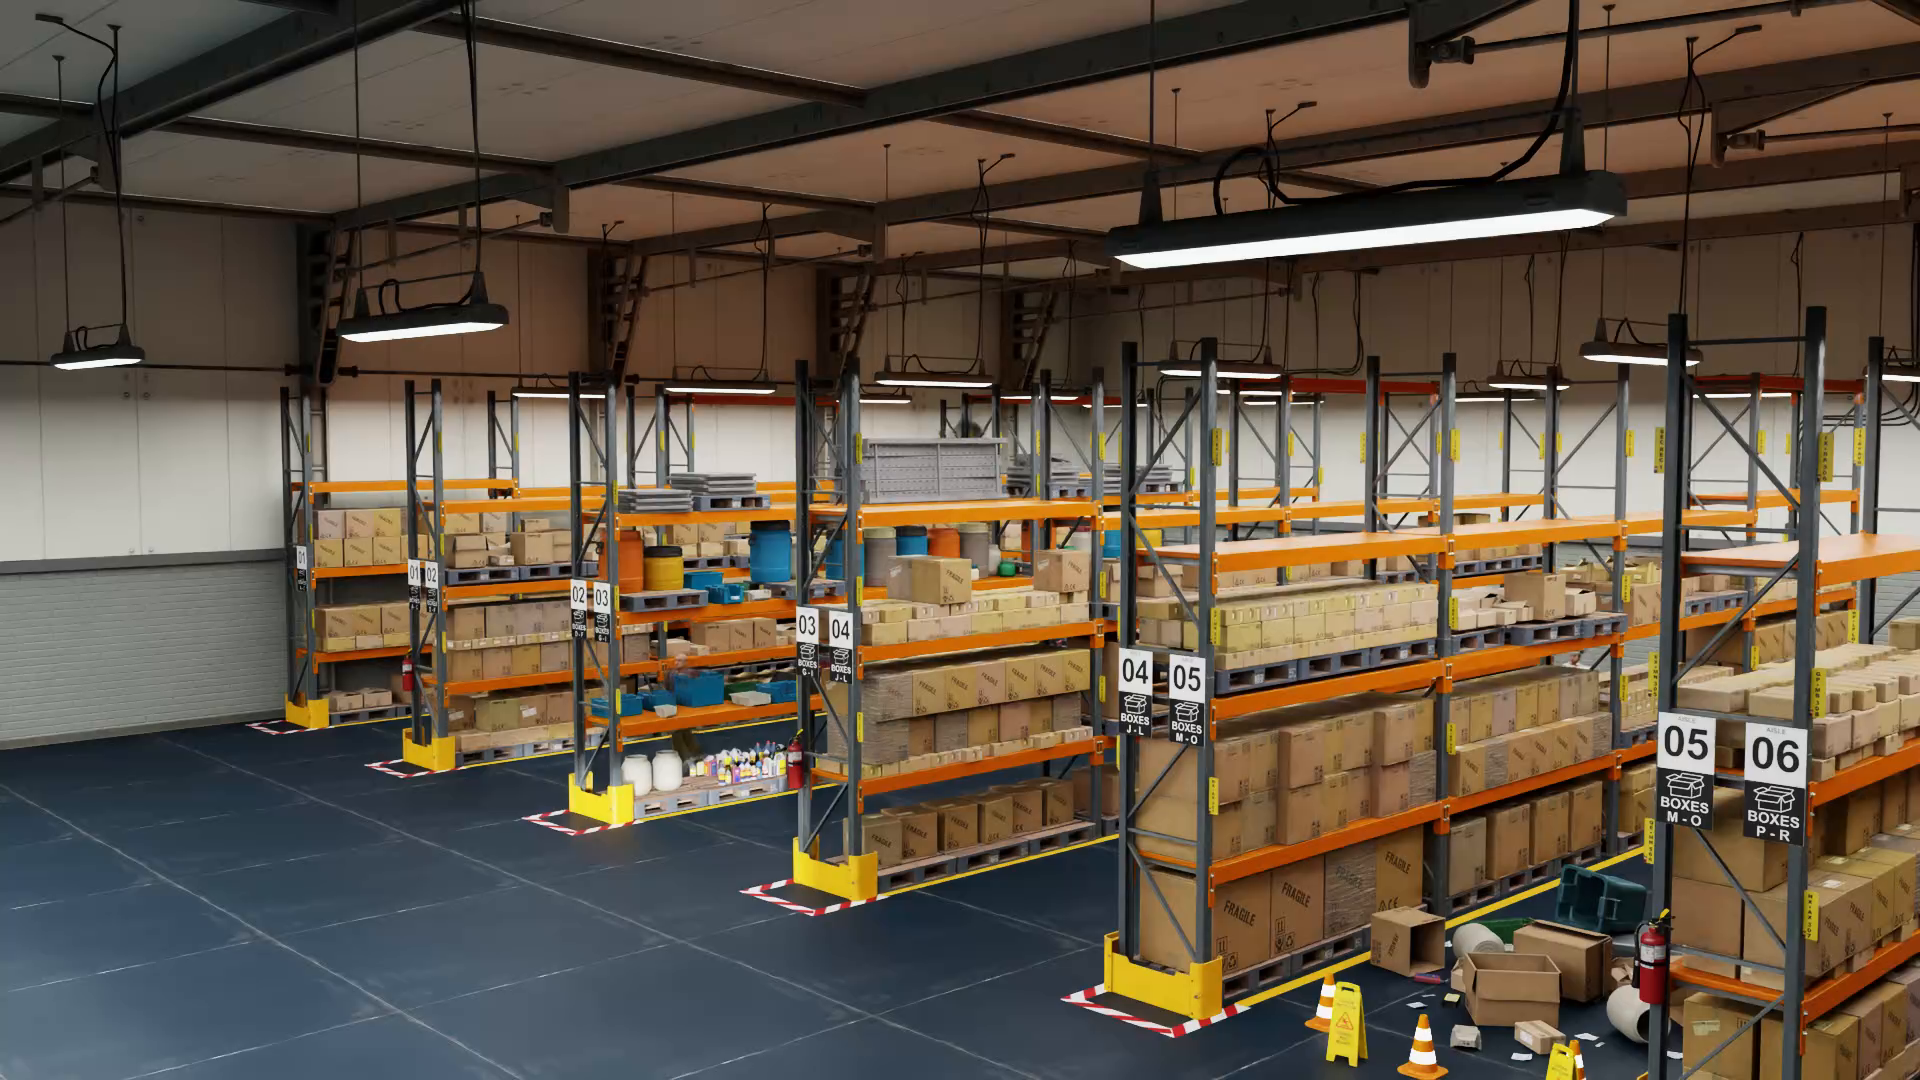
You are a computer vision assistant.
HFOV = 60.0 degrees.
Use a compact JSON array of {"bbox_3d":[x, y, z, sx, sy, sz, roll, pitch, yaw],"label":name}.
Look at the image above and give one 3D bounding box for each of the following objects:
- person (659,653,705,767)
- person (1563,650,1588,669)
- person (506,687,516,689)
[{"bbox_3d":[-4.271,2.657,25.578,0.668,1.857,0.858,3,4,35],"label":"person"},{"bbox_3d":[10.066,2.570,27.339,0.597,1.655,0.722,3,5,39],"label":"person"},{"bbox_3d":[-7.752,2.535,28.818,0.508,1.557,0.555,3,5,38],"label":"person"}]
